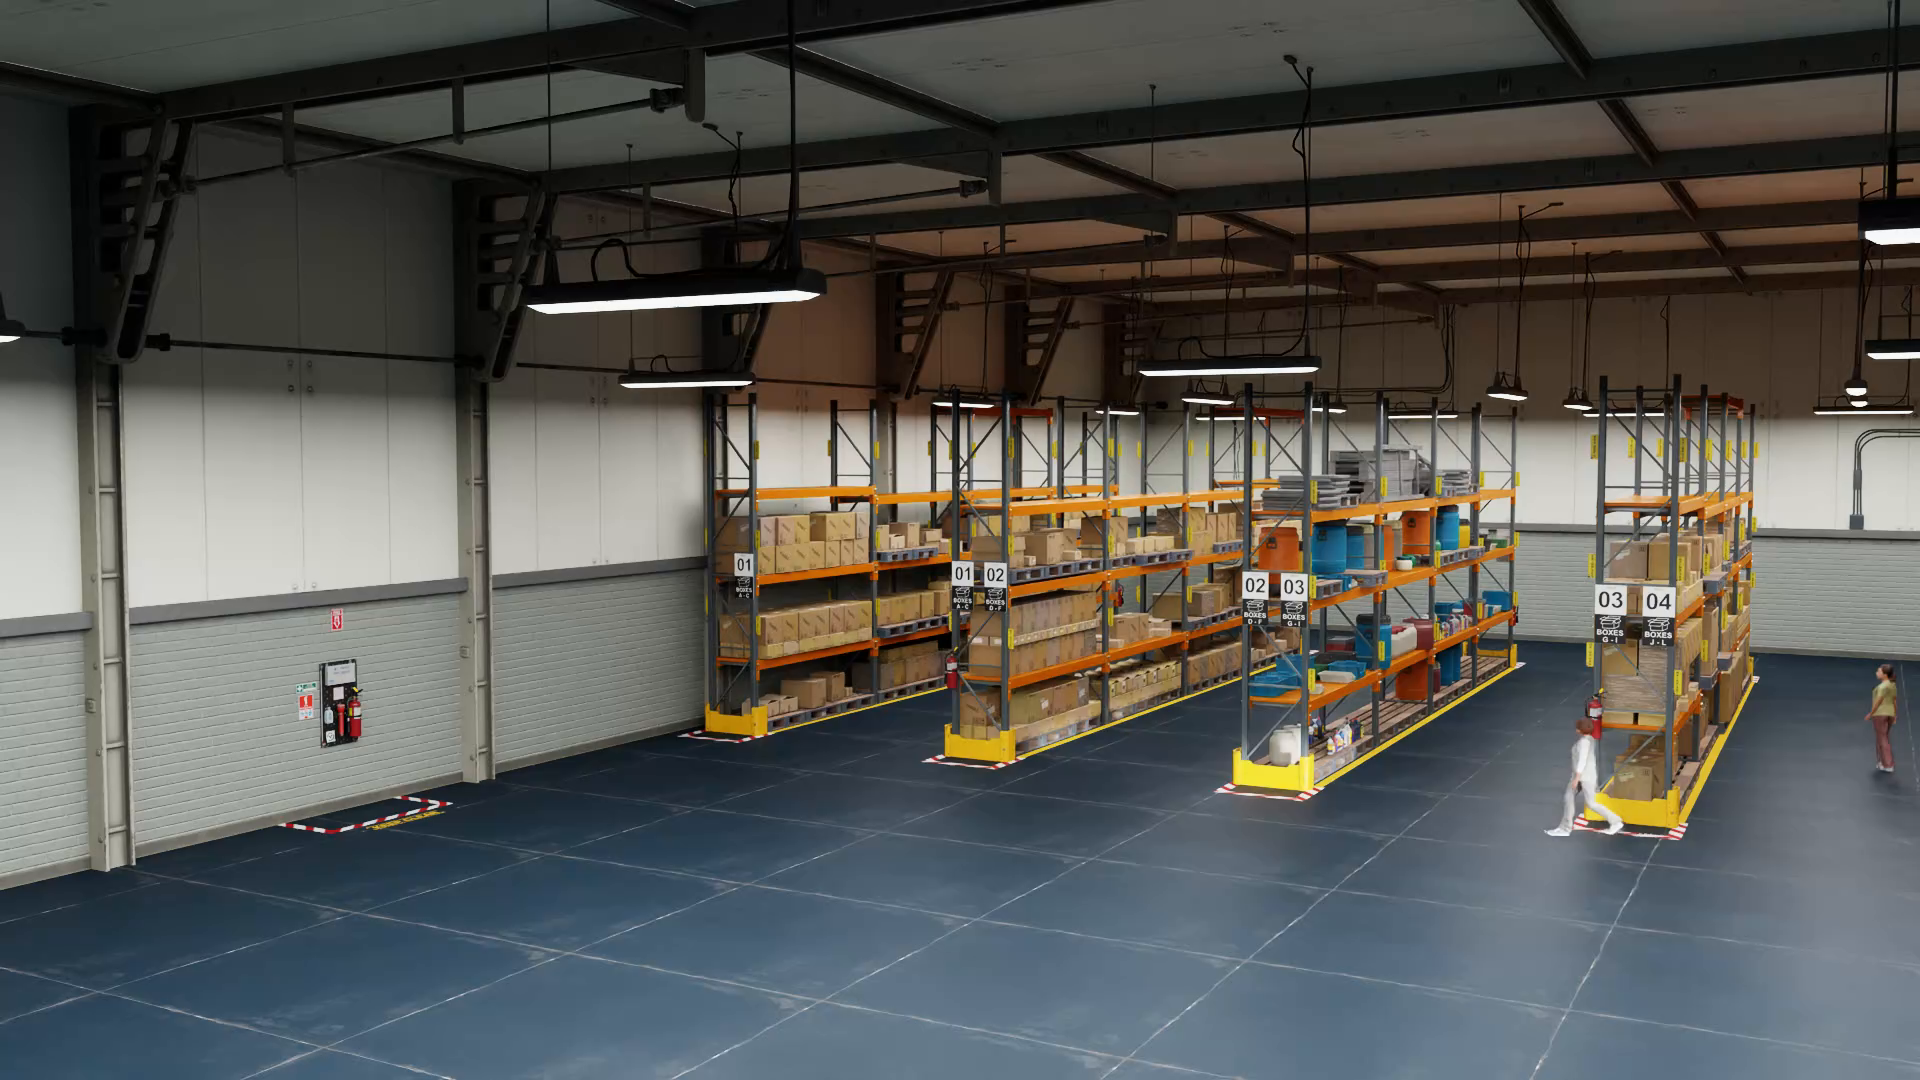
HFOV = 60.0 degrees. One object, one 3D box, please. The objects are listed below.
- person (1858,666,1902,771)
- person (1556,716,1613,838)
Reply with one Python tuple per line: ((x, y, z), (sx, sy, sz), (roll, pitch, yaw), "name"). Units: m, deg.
((14.366, 2.786, 25.916), (0.590, 1.655, 0.573), (2, 3, 27), "person")
((8.060, 3.049, 21.418), (0.577, 1.601, 0.490), (-2, 4, -38), "person")
